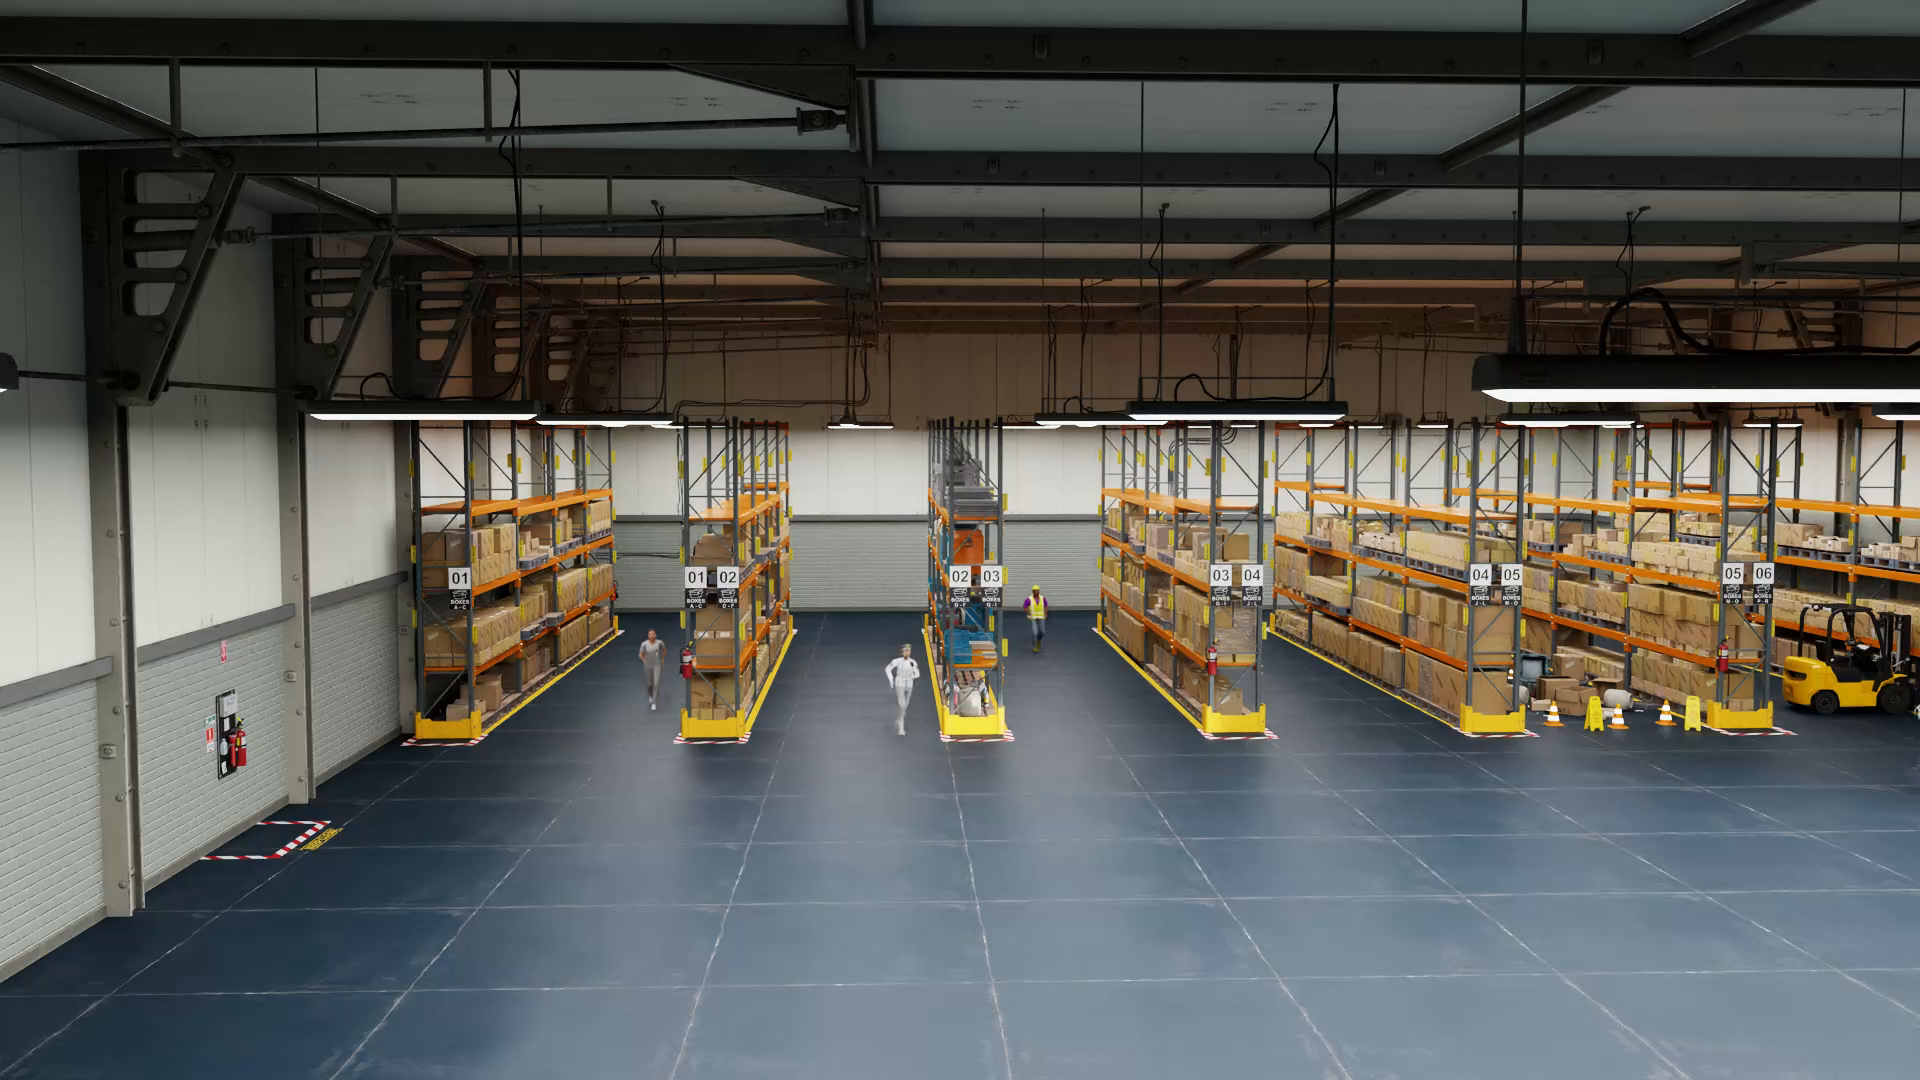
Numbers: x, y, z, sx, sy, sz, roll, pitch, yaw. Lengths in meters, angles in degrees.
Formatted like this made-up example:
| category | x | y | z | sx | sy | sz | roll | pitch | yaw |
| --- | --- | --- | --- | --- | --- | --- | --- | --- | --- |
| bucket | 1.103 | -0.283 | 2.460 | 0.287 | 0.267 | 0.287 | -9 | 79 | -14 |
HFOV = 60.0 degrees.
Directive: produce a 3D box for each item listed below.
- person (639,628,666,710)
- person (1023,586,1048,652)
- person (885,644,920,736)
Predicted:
| category | x | y | z | sx | sy | sz | roll | pitch | yaw |
| --- | --- | --- | --- | --- | --- | --- | --- | --- | --- |
| person | -6.369 | 2.642 | 34.482 | 0.552 | 1.656 | 0.933 | -1 | 4 | -8 |
| person | 1.993 | 2.043 | 43.161 | 0.692 | 1.720 | 0.591 | -1 | 4 | -11 |
| person | -1.065 | 2.828 | 31.605 | 0.589 | 1.730 | 0.688 | -2 | 4 | -24 |
